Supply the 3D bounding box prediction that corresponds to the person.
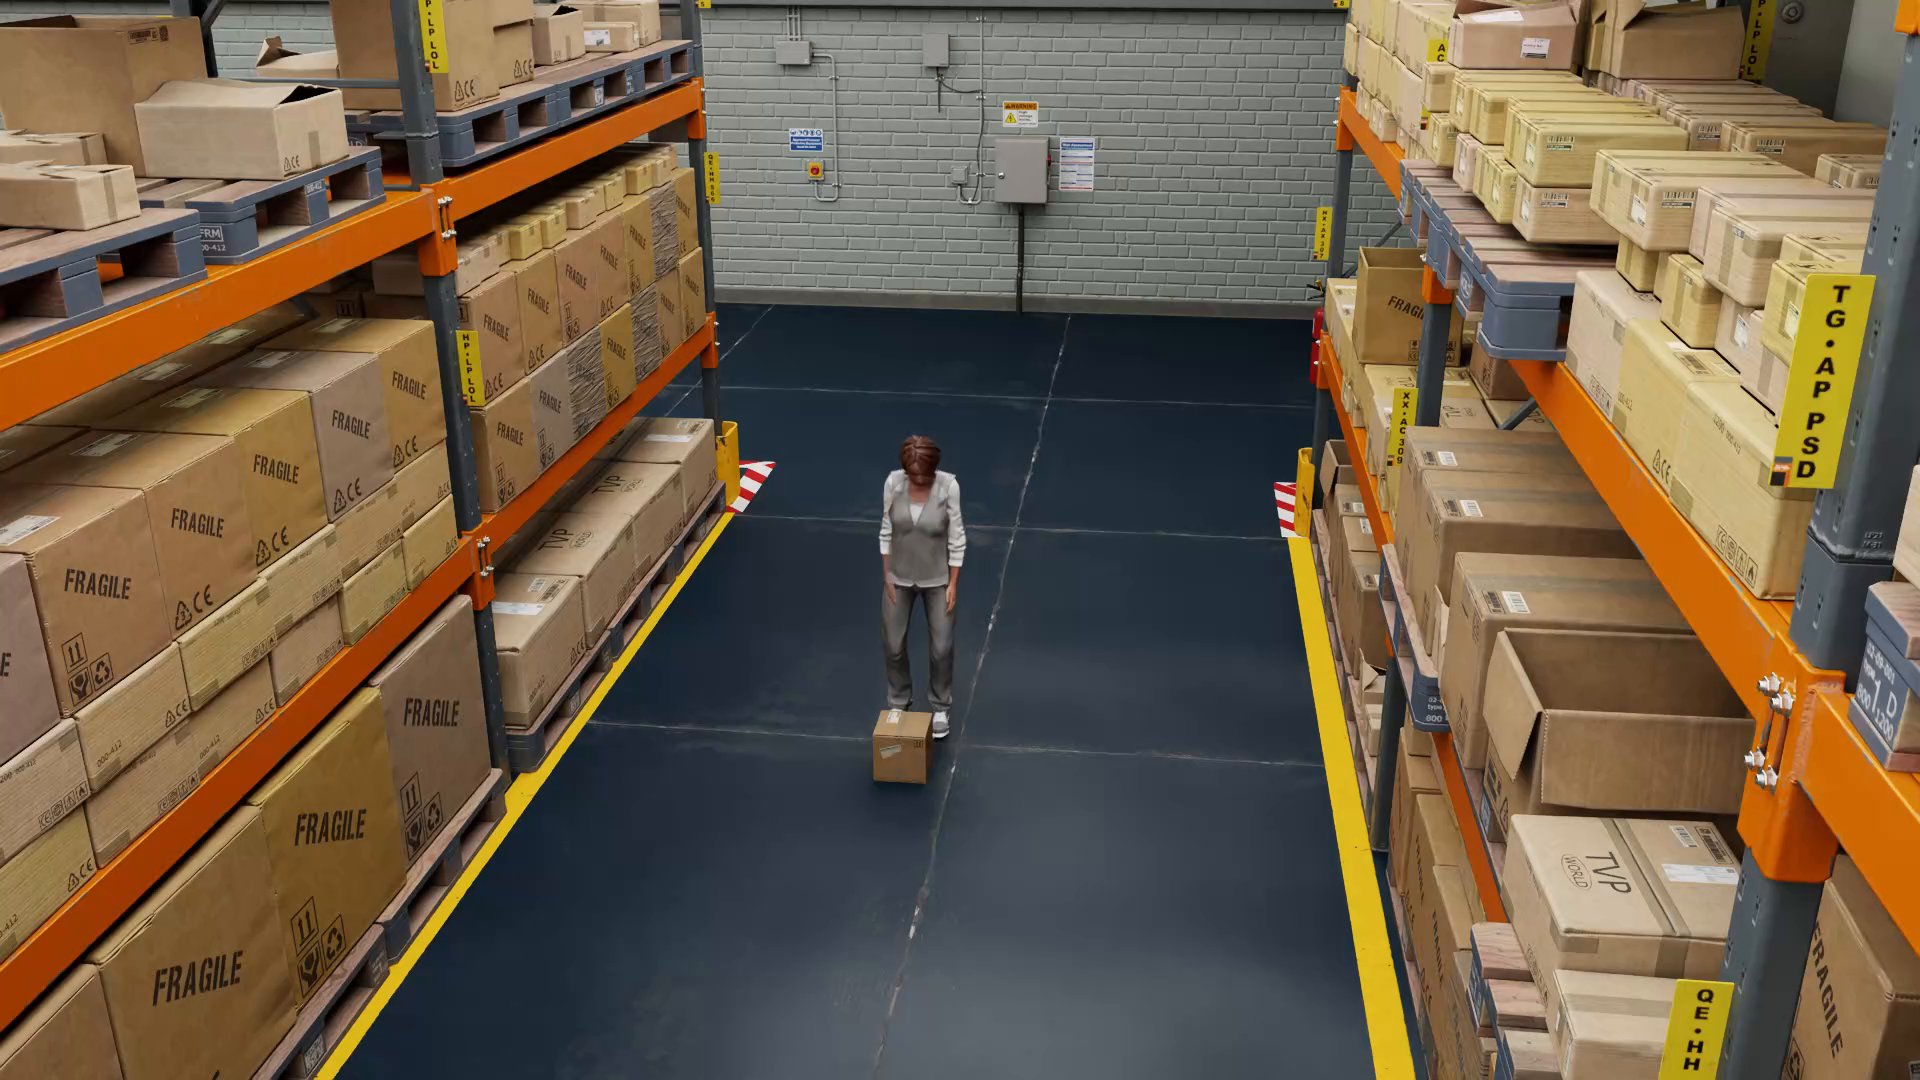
[{"bbox_3d":[-0.178,0.224,8.109,0.423,1.550,0.368,3,22,8],"label":"person"}]
